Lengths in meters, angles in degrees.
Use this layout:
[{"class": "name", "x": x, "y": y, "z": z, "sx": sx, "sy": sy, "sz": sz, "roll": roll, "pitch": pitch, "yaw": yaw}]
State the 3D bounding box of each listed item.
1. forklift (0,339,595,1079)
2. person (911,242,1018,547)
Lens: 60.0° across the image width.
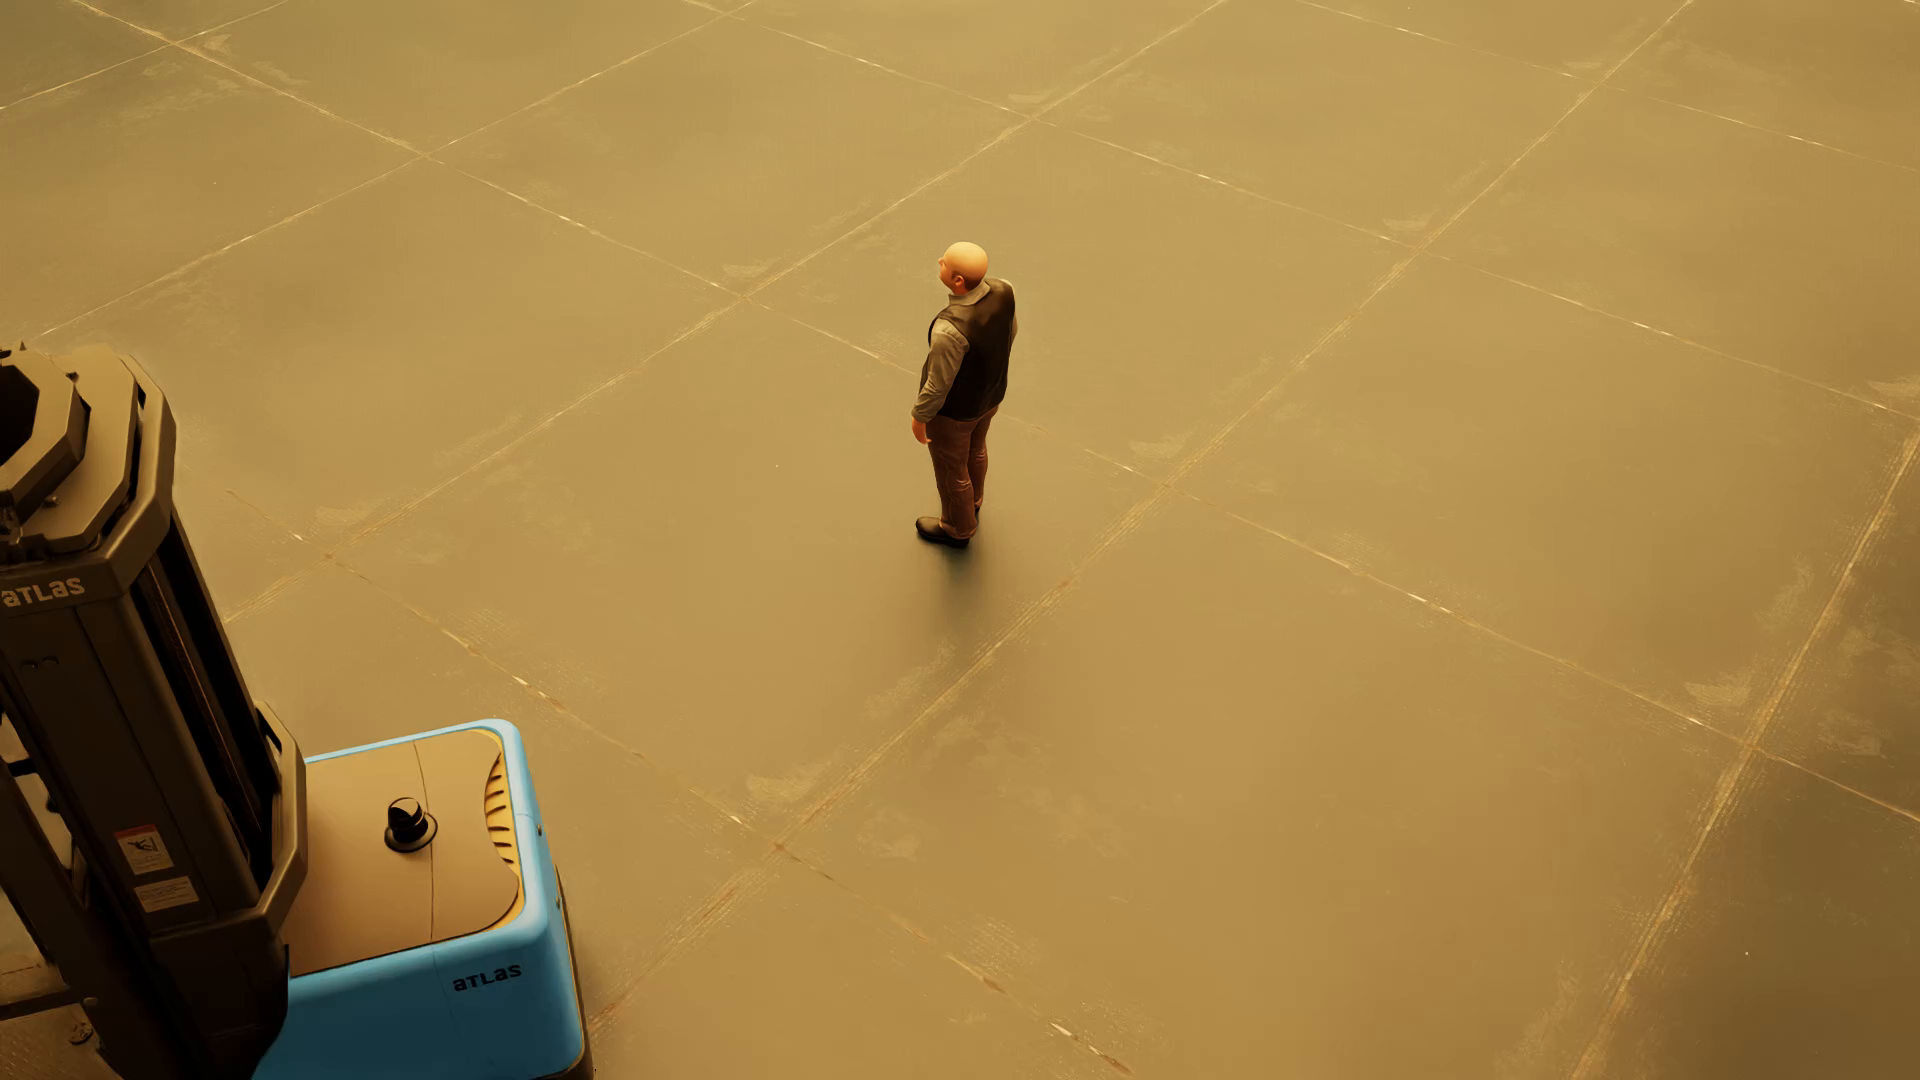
[{"class": "forklift", "x": -2.879, "y": 0.911, "z": 5.006, "sx": 3.031, "sy": 2.935, "sz": 1.130, "roll": -12, "pitch": 42, "yaw": -13}, {"class": "person", "x": -0.044, "y": -0.689, "z": 7.804, "sx": 0.568, "sy": 1.720, "sz": 0.632, "roll": 26, "pitch": 47, "yaw": 28}]
